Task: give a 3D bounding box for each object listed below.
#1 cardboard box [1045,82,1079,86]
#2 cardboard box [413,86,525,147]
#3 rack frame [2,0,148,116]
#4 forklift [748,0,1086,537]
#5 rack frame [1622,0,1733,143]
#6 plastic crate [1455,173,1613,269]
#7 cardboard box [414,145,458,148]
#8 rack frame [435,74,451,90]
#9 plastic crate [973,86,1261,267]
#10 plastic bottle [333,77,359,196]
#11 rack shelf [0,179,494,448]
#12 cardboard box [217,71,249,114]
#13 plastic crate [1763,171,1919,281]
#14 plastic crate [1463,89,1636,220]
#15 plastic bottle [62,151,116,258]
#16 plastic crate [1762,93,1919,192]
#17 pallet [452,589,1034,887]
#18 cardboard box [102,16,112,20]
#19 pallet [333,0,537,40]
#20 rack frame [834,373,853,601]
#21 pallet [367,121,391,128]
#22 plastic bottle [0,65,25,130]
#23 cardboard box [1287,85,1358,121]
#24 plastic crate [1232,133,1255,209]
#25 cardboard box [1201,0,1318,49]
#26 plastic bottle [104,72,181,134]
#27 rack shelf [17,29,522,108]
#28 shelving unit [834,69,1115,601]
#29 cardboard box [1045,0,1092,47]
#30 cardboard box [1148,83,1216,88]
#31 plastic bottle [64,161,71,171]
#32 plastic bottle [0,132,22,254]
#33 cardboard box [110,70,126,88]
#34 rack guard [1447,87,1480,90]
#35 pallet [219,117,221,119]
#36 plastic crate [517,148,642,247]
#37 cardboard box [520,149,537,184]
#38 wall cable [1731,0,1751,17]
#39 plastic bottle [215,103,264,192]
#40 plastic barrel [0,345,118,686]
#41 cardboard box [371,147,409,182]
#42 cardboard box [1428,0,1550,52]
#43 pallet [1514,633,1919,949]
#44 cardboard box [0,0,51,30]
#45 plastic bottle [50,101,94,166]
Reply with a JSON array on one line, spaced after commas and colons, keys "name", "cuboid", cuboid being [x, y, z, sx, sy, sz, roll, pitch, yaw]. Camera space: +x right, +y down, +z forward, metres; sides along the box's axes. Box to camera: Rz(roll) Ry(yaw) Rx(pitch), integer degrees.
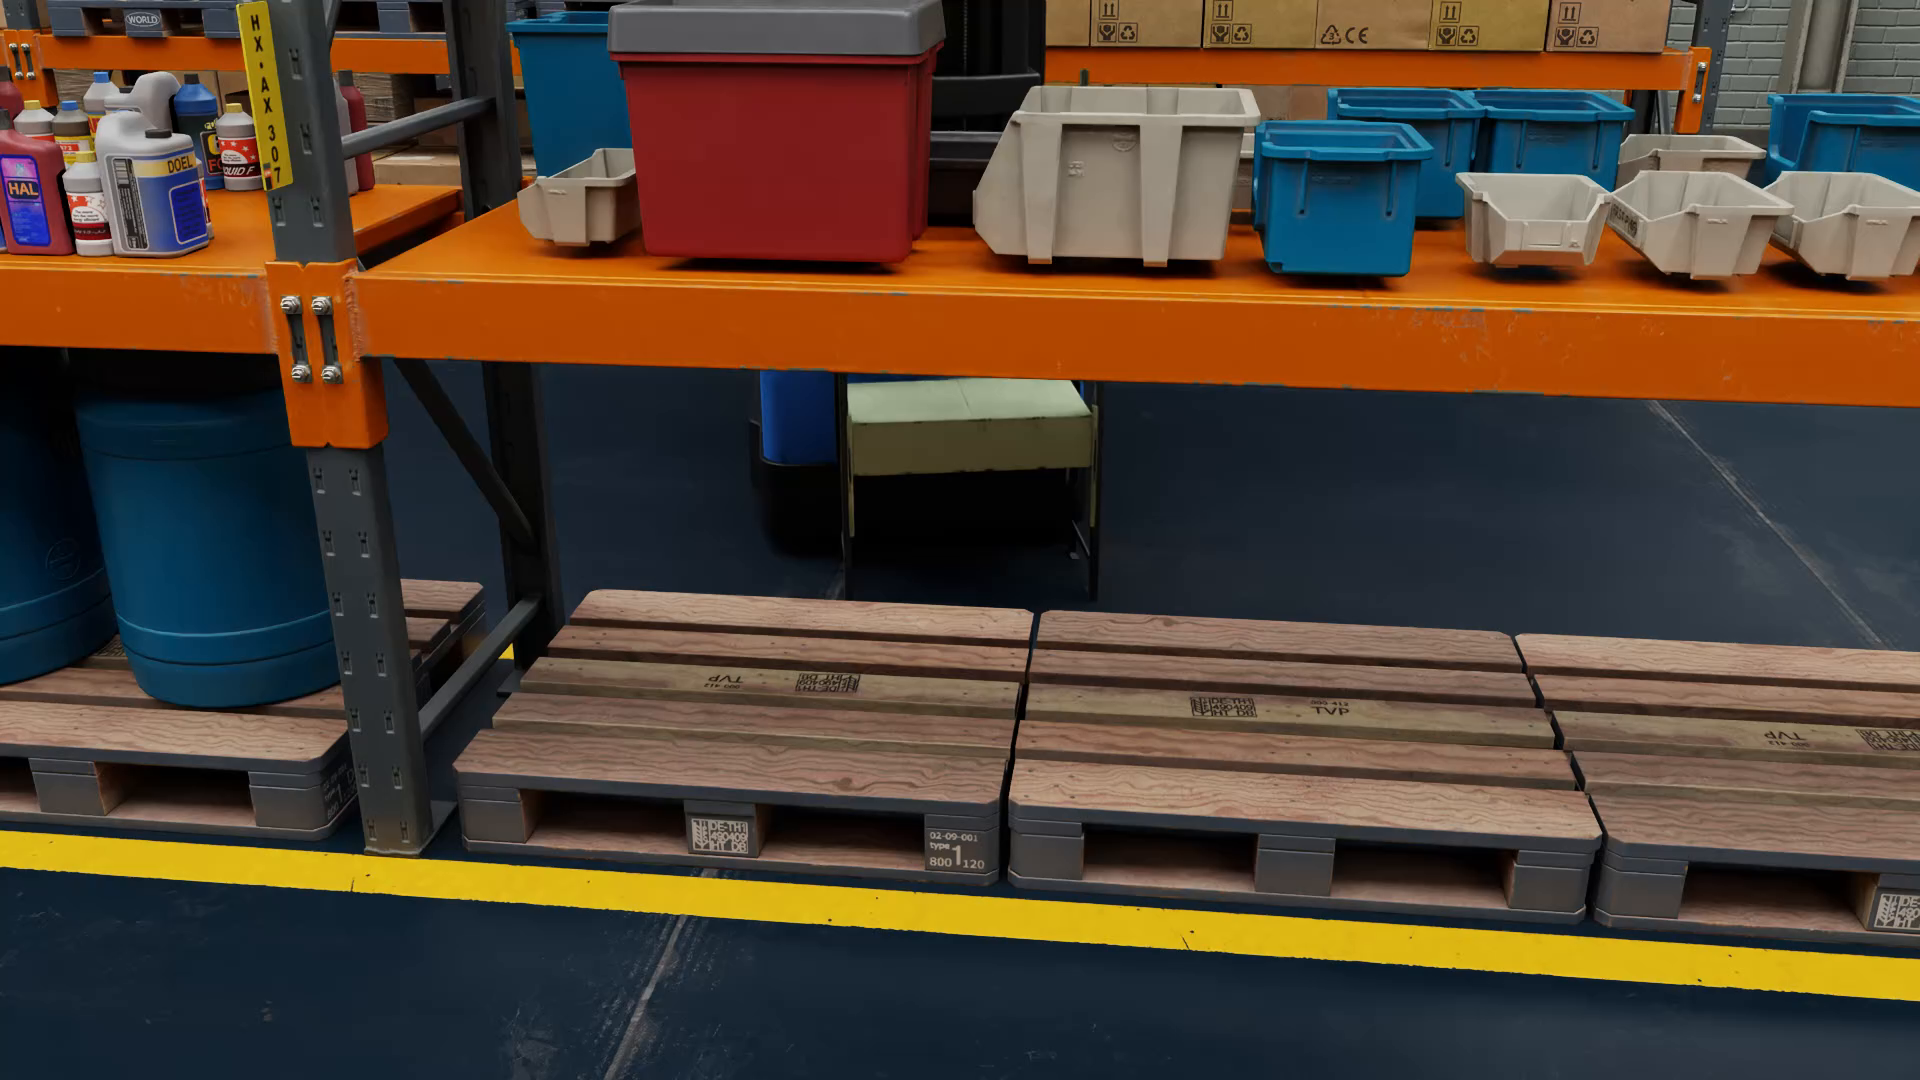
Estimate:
[{"name": "cardboard box", "cuboid": [0.703, -3.457, 12.933, 0.500, 0.500, 0.700, 3, 22, 7]}, {"name": "cardboard box", "cuboid": [-2.550, -2.251, 8.834, 0.500, 0.250, 0.500, 2, 22, 5]}, {"name": "rack frame", "cuboid": [-4.579, -2.858, 8.589, 0.127, 3.000, 1.000, 2, 22, 6]}, {"name": "forklift", "cuboid": [-0.263, -1.876, 6.199, 1.130, 2.935, 3.031, -2, 22, -6]}, {"name": "rack frame", "cuboid": [3.365, -2.512, 7.714, 0.127, 3.000, 1.000, 2, 22, 6]}, {"name": "plastic crate", "cuboid": [1.085, -0.605, 3.168, 0.250, 0.136, 0.298, 2, 22, 6]}, {"name": "cardboard box", "cuboid": [-2.587, -1.903, 8.974, 0.500, 0.500, 0.500, 2, 22, 4]}, {"name": "rack frame", "cuboid": [-4.000, -4.667, 13.164, 0.127, 3.000, 1.000, 2, 22, 6]}, {"name": "plastic crate", "cuboid": [0.301, -0.716, 3.251, 0.530, 0.282, 0.437, 2, 22, 6]}, {"name": "plastic bottle", "cuboid": [-1.545, -0.989, 3.929, 0.185, 0.351, 0.144, 2, 22, 6]}, {"name": "rack shelf", "cuboid": [-3.180, -0.629, 3.929, 4.000, 0.370, 1.077, 2, 22, 6]}, {"name": "cardboard box", "cuboid": [-5.716, -3.797, 13.766, 0.500, 0.500, 0.700, 2, 22, 6]}, {"name": "plastic crate", "cuboid": [1.661, -0.596, 3.144, 0.243, 0.136, 0.396, 2, 22, 6]}, {"name": "plastic crate", "cuboid": [1.264, -0.842, 3.635, 0.300, 0.233, 0.416, 2, 22, 6]}, {"name": "plastic bottle", "cuboid": [-1.742, -0.678, 3.346, 0.097, 0.201, 0.097, 0, 22, 0]}, {"name": "plastic crate", "cuboid": [1.918, -0.813, 3.563, 0.300, 0.233, 0.416, 2, 22, 6]}, {"name": "pallet", "cuboid": [-0.459, 0.438, 4.046, 1.213, 0.211, 1.003, 2, 22, 6]}, {"name": "cardboard box", "cuboid": [-6.802, -4.187, 13.733, 0.500, 0.250, 0.500, 2, 22, 5]}, {"name": "pallet", "cuboid": [-2.648, -2.686, 8.416, 1.213, 0.211, 1.003, 2, 22, 6]}, {"name": "rack frame", "cuboid": [-0.349, -0.557, 4.809, 0.023, 1.500, 0.400, -2, 22, -6]}, {"name": "pallet", "cuboid": [-4.776, -3.404, 13.764, 1.213, 0.211, 1.003, 2, 22, 6]}, {"name": "plastic bottle", "cuboid": [-2.390, -1.033, 4.130, 0.133, 0.283, 0.061, 2, 22, 6]}, {"name": "cardboard box", "cuboid": [2.740, -3.369, 12.710, 0.500, 0.500, 0.700, 2, 22, 6]}, {"name": "plastic crate", "cuboid": [0.571, -0.816, 3.702, 0.466, 0.136, 0.293, 2, 22, 6]}, {"name": "cardboard box", "cuboid": [1.377, -2.545, 7.662, 0.500, 0.500, 0.500, 2, 22, 6]}, {"name": "plastic bottle", "cuboid": [-1.972, -0.994, 4.043, 0.135, 0.276, 0.152, 2, 22, 6]}, {"name": "rack shelf", "cuboid": [-2.593, -2.437, 8.503, 4.000, 0.370, 1.077, 2, 22, 6]}, {"name": "shelving unit", "cuboid": [0.015, -0.573, 4.849, 0.755, 1.500, 0.431, -2, 22, -6]}, {"name": "cardboard box", "cuboid": [0.376, -2.589, 7.773, 0.500, 0.500, 0.500, 3, 22, 7]}, {"name": "cardboard box", "cuboid": [1.711, -3.411, 12.816, 0.500, 0.500, 0.700, 3, 22, 8]}, {"name": "plastic bottle", "cuboid": [-1.867, -0.706, 3.417, 0.097, 0.201, 0.097, 0, 22, 0]}, {"name": "plastic bottle", "cuboid": [-1.986, -0.734, 3.385, 0.135, 0.276, 0.152, 2, 22, 6]}, {"name": "cardboard box", "cuboid": [-6.720, -3.852, 13.906, 0.500, 0.500, 0.700, 2, 22, 5]}, {"name": "rack guard", "cuboid": [3.968, -3.157, 12.746, 0.348, 0.500, 1.175, 2, 22, 6]}, {"name": "pallet", "cuboid": [-5.984, -3.458, 13.900, 1.213, 0.211, 1.003, 2, 22, 6]}, {"name": "plastic crate", "cuboid": [-0.749, -0.710, 3.432, 0.243, 0.136, 0.396, 2, 22, 6]}, {"name": "cardboard box", "cuboid": [-2.119, -1.690, 8.437, 0.500, 0.500, 0.500, 3, 22, 7]}, {"name": "wall cable", "cuboid": [5.327, -5.083, 12.836, 1.851, 1.984, 0.084, 2, 22, 6]}, {"name": "plastic bottle", "cuboid": [-1.757, -0.960, 4.059, 0.097, 0.201, 0.097, 0, 22, 0]}, {"name": "plastic barrel", "cuboid": [-2.435, -0.157, 4.039, 0.708, 0.901, 0.600, 2, 22, 6]}, {"name": "cardboard box", "cuboid": [-3.143, -1.732, 8.543, 0.500, 0.500, 0.500, 2, 22, 6]}, {"name": "cardboard box", "cuboid": [2.373, -2.500, 7.547, 0.500, 0.500, 0.500, 3, 22, 7]}, {"name": "pallet", "cuboid": [1.964, 0.543, 3.779, 1.213, 0.211, 1.003, 2, 22, 6]}, {"name": "cardboard box", "cuboid": [-4.935, -2.848, 8.686, 0.500, 0.311, 0.500, 4, 22, 10]}, {"name": "plastic bottle", "cuboid": [-2.181, -0.979, 4.105, 0.097, 0.201, 0.097, 0, 22, 0]}]
